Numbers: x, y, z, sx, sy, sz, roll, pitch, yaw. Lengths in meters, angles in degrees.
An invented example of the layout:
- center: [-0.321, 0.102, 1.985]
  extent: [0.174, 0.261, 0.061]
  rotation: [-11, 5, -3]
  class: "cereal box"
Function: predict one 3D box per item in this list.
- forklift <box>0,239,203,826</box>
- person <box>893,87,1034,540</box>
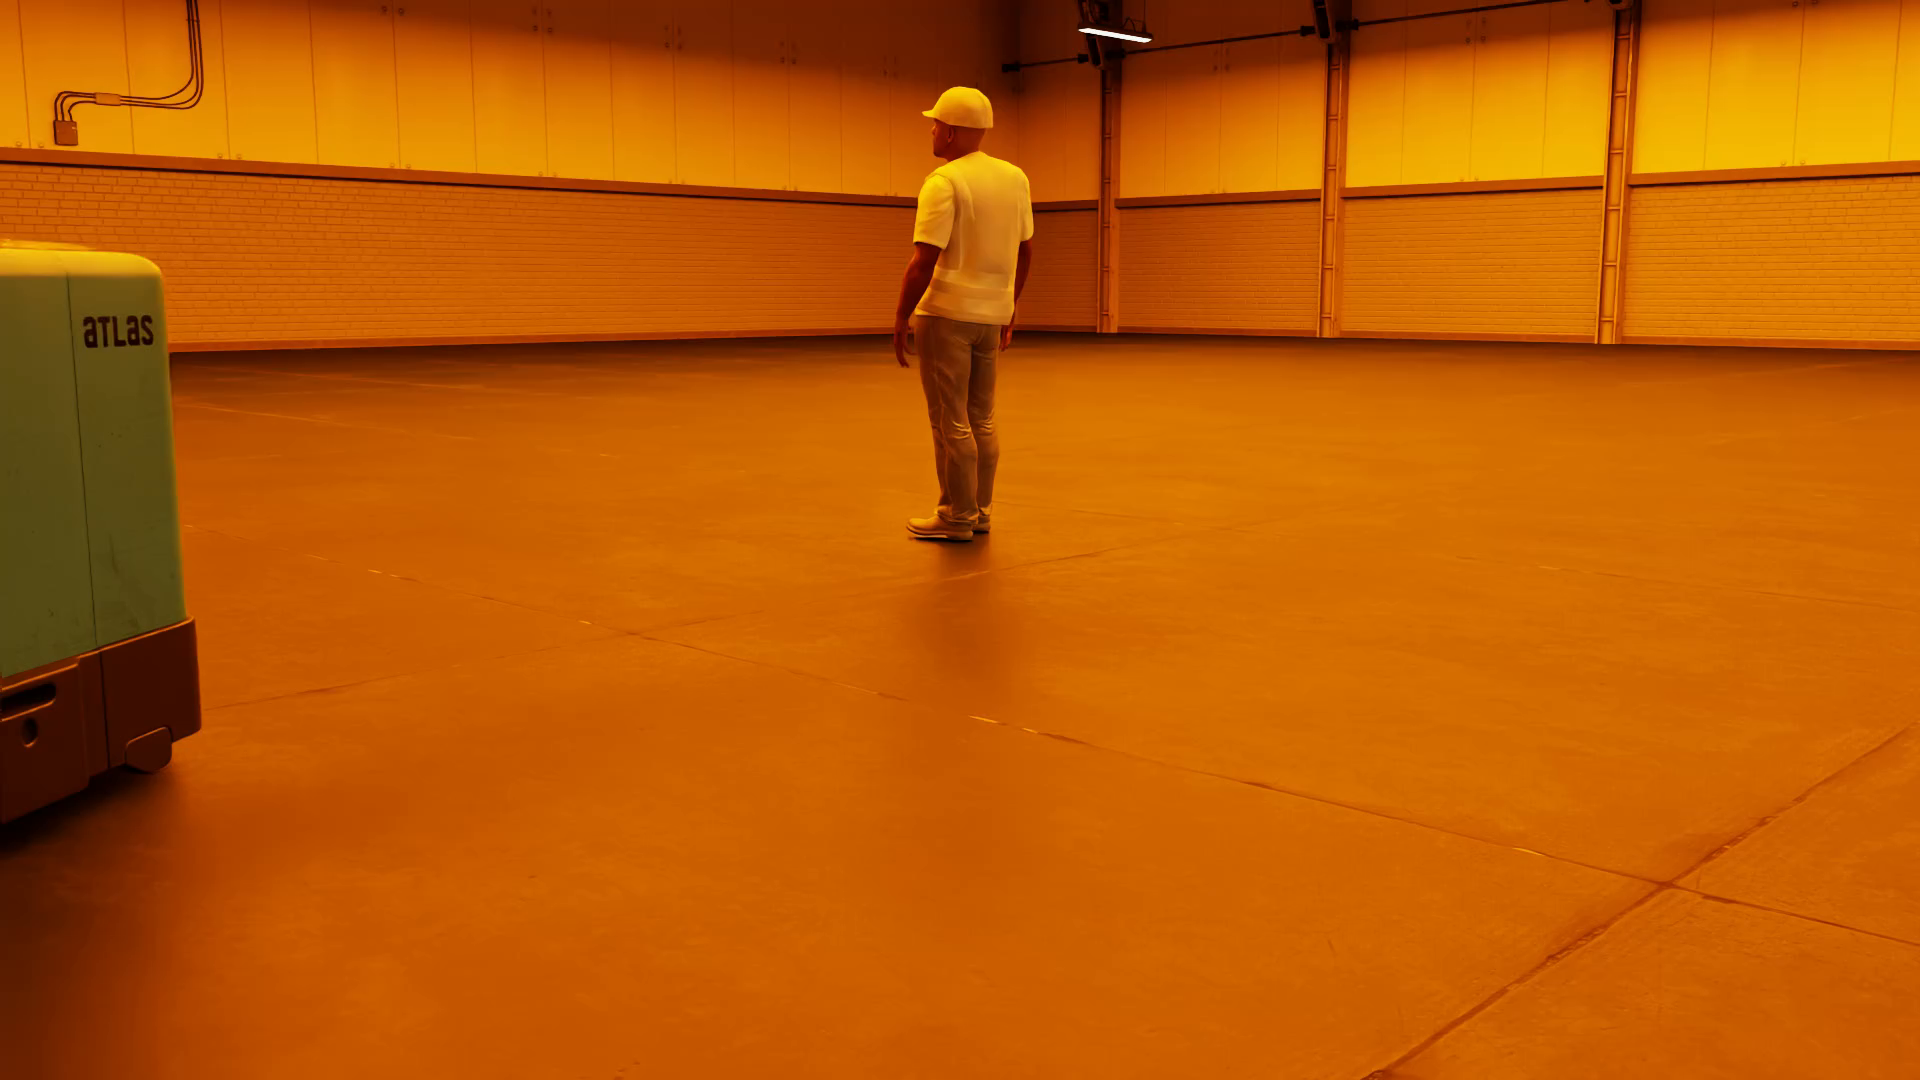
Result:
- center: [-2.356, -0.774, 2.010]
  extent: [1.130, 2.935, 3.031]
  rotation: [1, 9, 9]
  class: "forklift"
- center: [-0.045, -0.888, 6.637]
  extent: [0.577, 1.765, 0.665]
  rotation: [8, 12, 43]
  class: "person"
